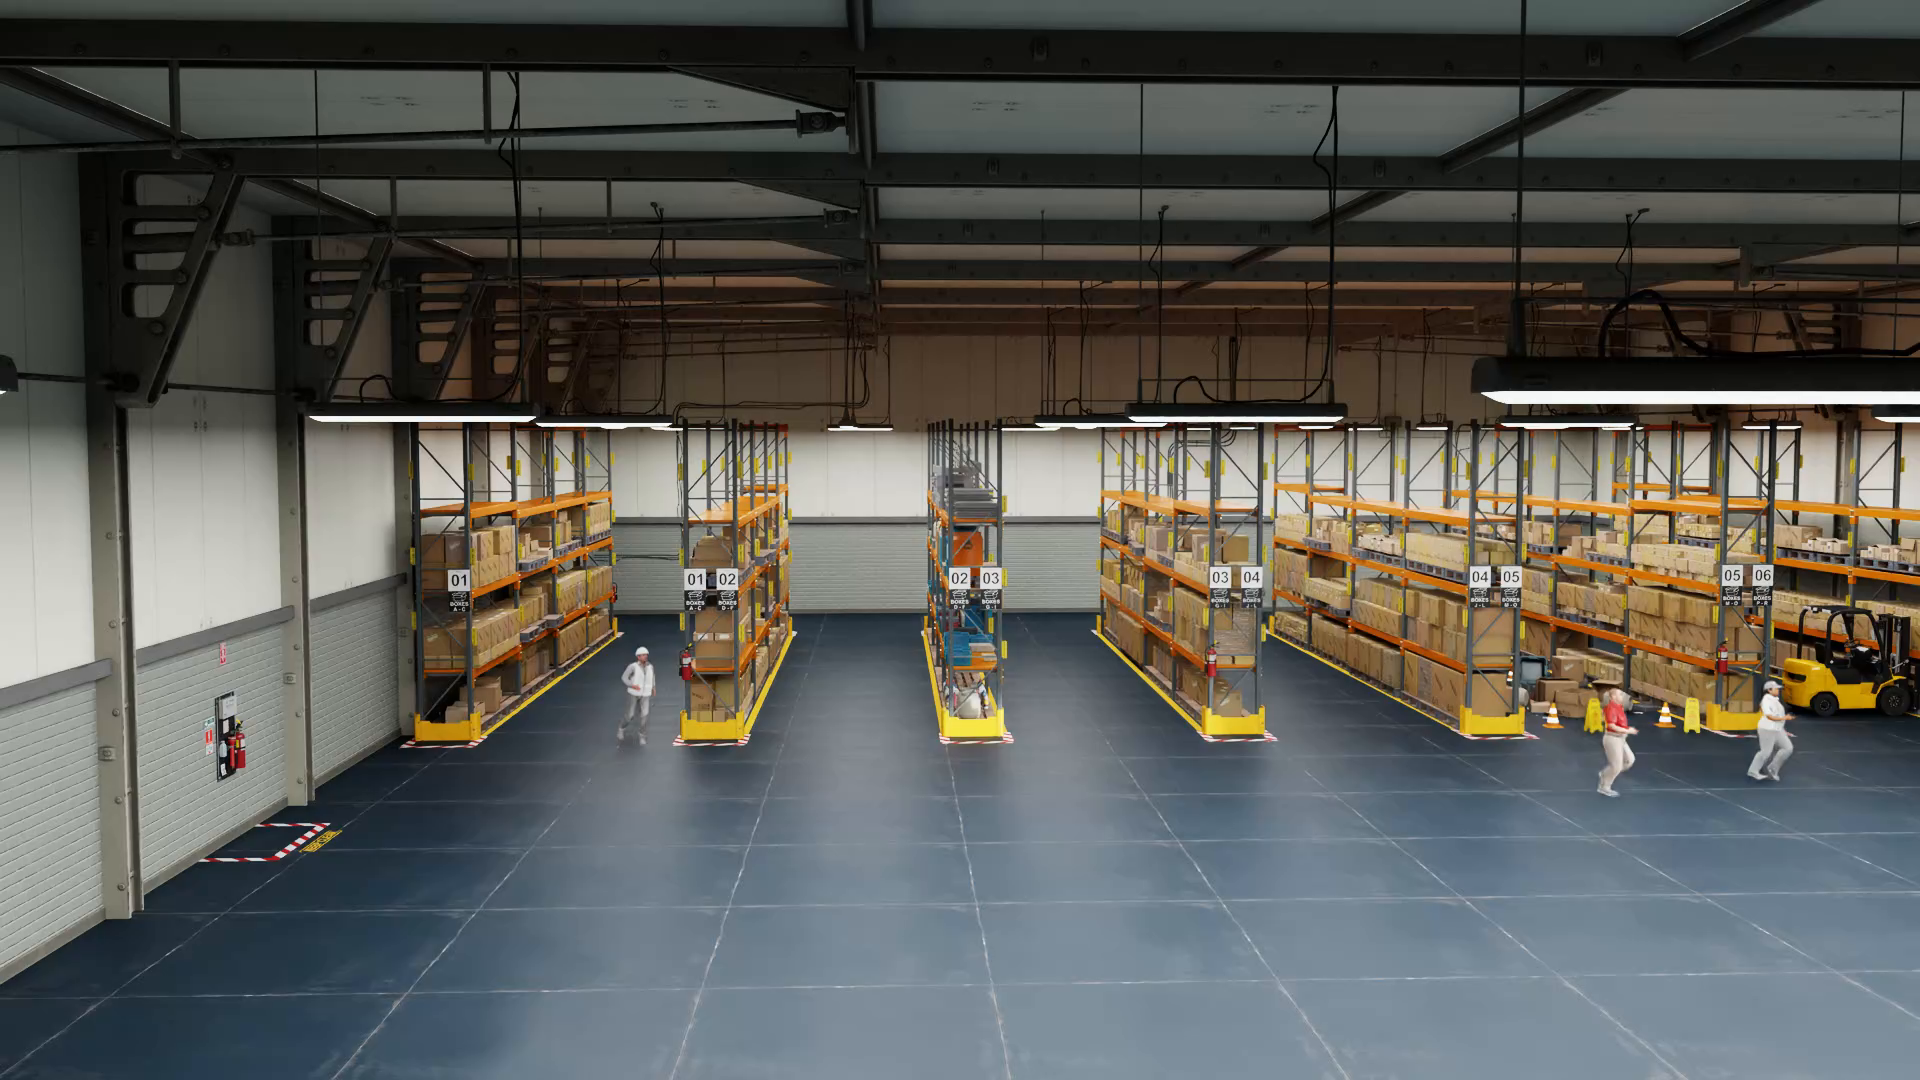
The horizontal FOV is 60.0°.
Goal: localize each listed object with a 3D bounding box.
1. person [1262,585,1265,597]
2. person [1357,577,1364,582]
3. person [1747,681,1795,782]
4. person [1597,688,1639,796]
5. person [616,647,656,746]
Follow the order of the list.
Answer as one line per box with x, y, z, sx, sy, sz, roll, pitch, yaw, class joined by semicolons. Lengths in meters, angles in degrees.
8.564;1.793;48.560;0.520;1.662;0.711;-1;4;-21;person
11.120;1.886;46.321;0.652;1.738;0.602;0;4;0;person
13.343;3.149;27.320;0.688;1.685;0.578;3;5;43;person
10.406;3.191;26.265;0.609;1.700;0.682;2;4;30;person
-5.909;2.866;30.764;0.725;1.758;0.949;-2;4;-32;person
